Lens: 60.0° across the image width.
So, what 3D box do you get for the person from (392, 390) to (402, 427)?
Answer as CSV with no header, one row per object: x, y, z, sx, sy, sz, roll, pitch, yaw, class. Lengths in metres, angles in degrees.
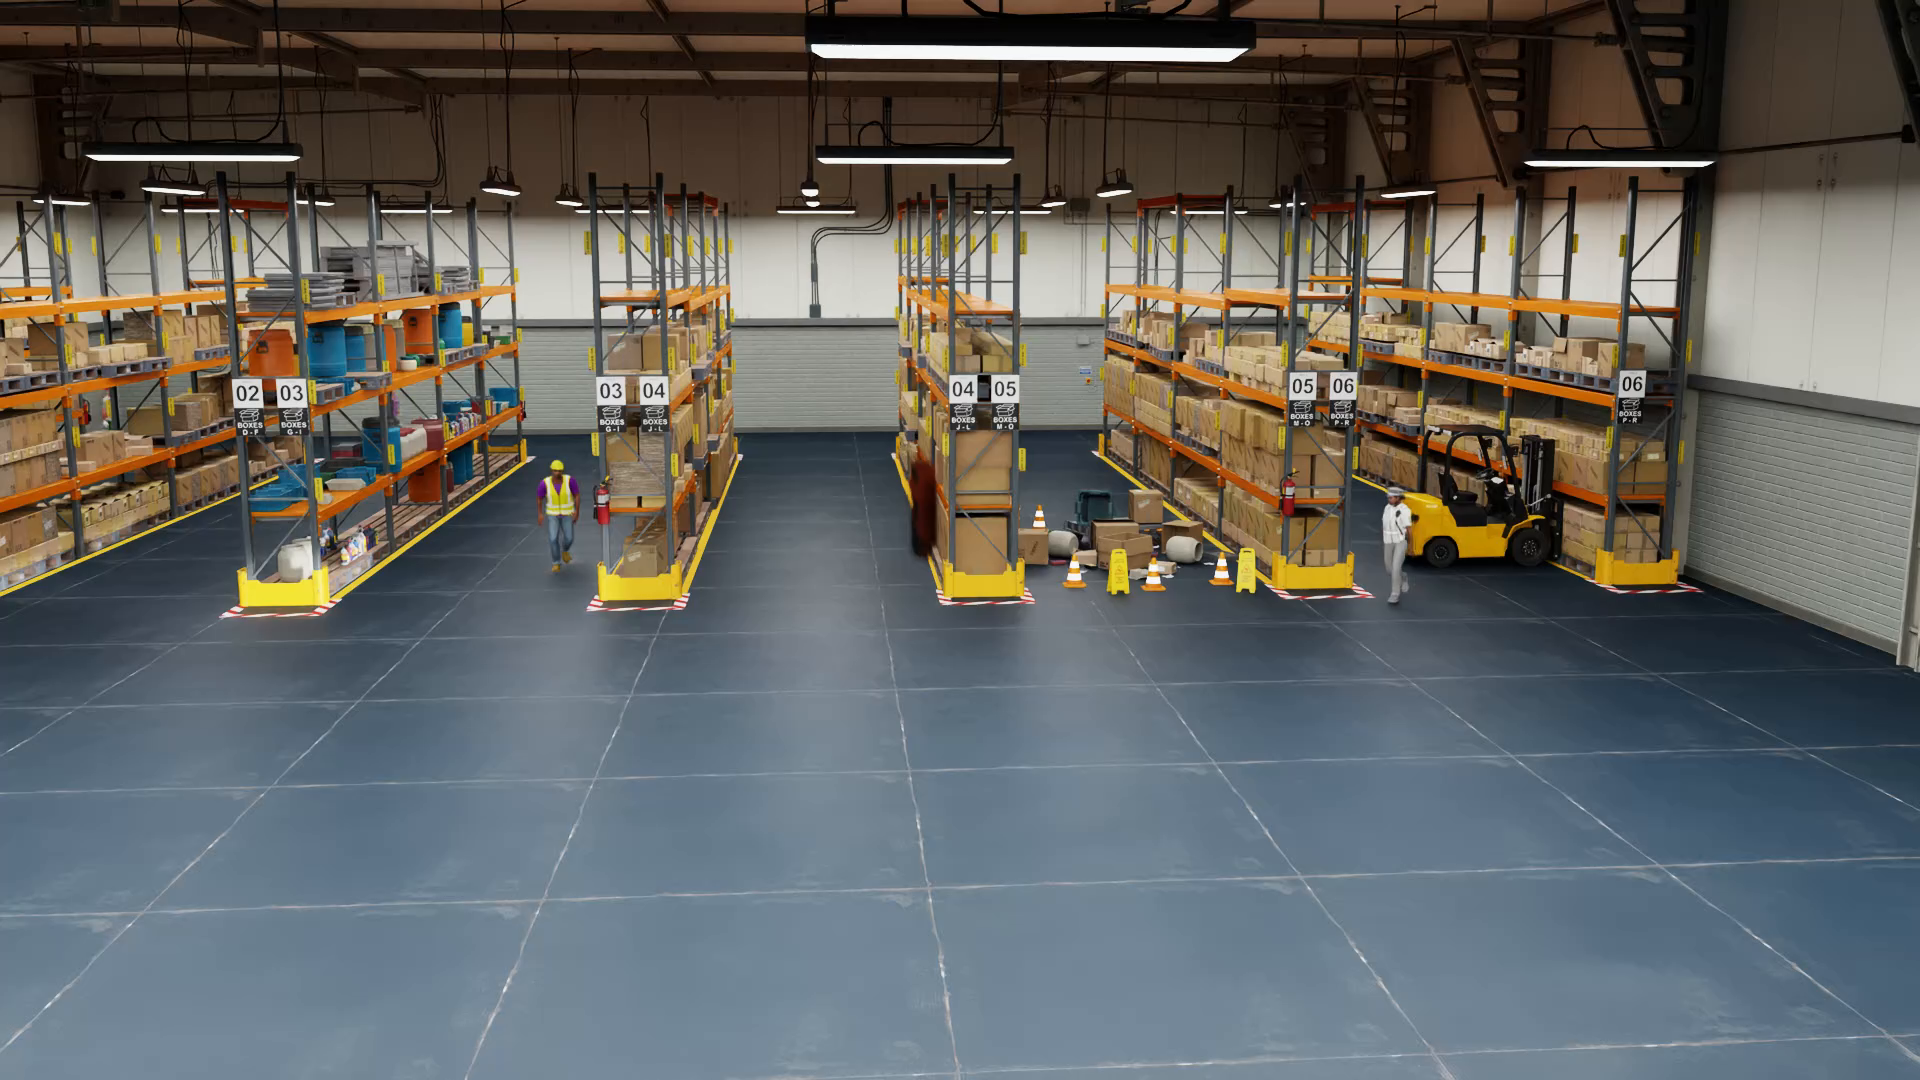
-14.376,-3.151,41.995,0.931,1.552,0.406,1,10,4,person

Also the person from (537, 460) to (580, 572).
-6.282,-0.405,26.029,0.659,1.744,0.657,-3,10,-14,person

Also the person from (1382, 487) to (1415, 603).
6.276,0.043,23.716,0.541,1.616,0.834,9,14,43,person

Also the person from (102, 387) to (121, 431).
-20.312,-2.852,39.715,0.832,1.770,0.514,-2,10,-9,person
